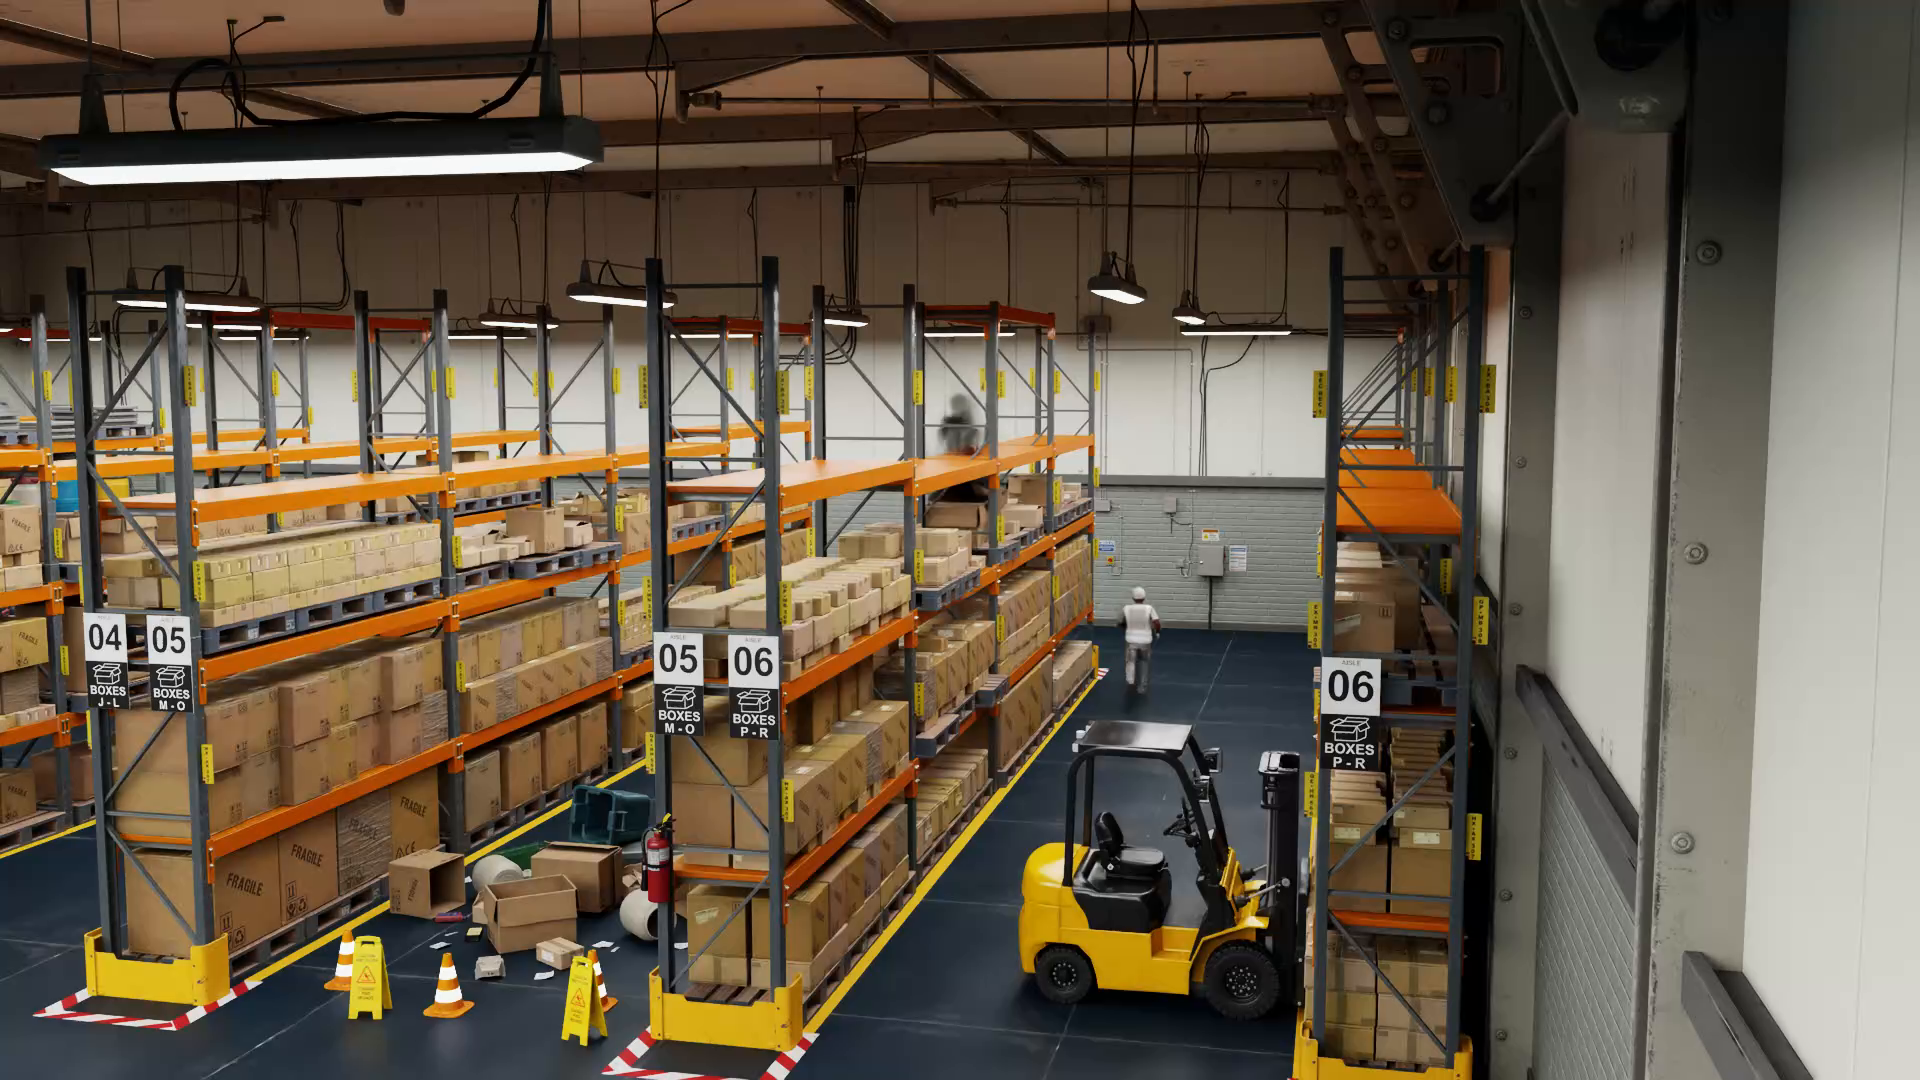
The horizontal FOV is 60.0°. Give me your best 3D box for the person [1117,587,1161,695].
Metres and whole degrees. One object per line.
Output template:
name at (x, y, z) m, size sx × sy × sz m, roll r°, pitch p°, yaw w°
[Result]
person at (2.832, 1.616, 26.375) m, size 0.696 × 1.763 × 0.941 m, roll 1°, pitch 6°, yaw 9°
